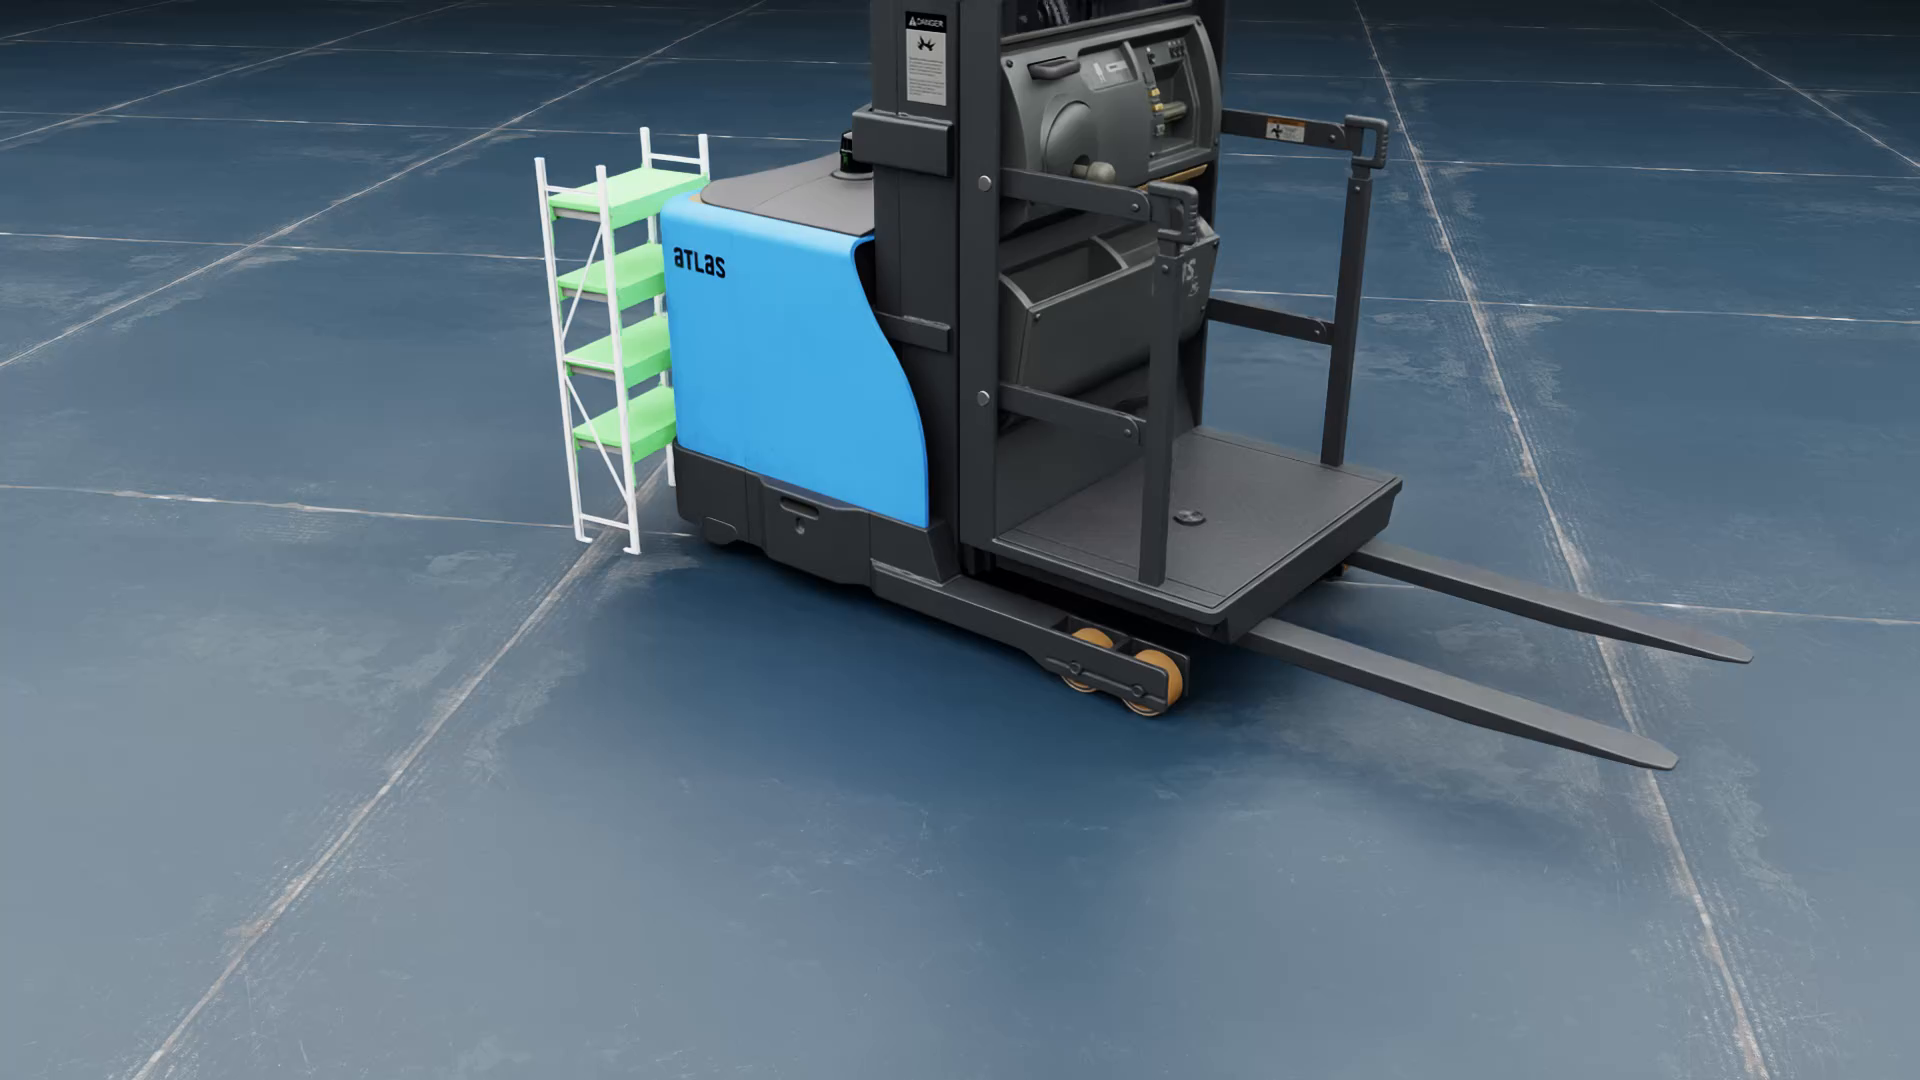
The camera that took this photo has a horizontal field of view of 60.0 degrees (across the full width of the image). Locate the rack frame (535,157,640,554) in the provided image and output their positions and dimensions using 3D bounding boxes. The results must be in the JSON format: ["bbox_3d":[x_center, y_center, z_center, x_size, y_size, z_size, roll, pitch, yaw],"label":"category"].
[{"bbox_3d":[-1.104,-0.525,4.957,0.240,1.200,0.015,12,28,25],"label":"rack frame"}]

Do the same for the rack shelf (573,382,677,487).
[{"bbox_3d":[-0.991,-0.342,5.282,0.258,0.148,0.480,12,28,25],"label":"rack shelf"}]

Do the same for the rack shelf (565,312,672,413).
[{"bbox_3d":[-0.991,-0.559,5.180,0.258,0.148,0.480,12,28,25],"label":"rack shelf"}]

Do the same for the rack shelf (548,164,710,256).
[{"bbox_3d":[-0.991,-0.994,4.977,0.258,0.148,0.480,12,28,25],"label":"rack shelf"}]

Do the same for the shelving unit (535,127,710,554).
[{"bbox_3d":[-0.991,-0.617,5.153,0.258,1.200,0.503,12,28,25],"label":"shelving unit"}]

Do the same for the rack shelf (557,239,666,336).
[{"bbox_3d":[-0.991,-0.777,5.078,0.258,0.148,0.480,12,28,25],"label":"rack shelf"}]

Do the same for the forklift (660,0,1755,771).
[{"bbox_3d":[0.576,-1.129,4.205,3.031,2.935,1.130,18,31,34],"label":"forklift"}]

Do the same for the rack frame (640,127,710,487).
[{"bbox_3d":[-0.878,-0.709,5.349,0.240,1.200,0.015,12,28,25],"label":"rack frame"}]
